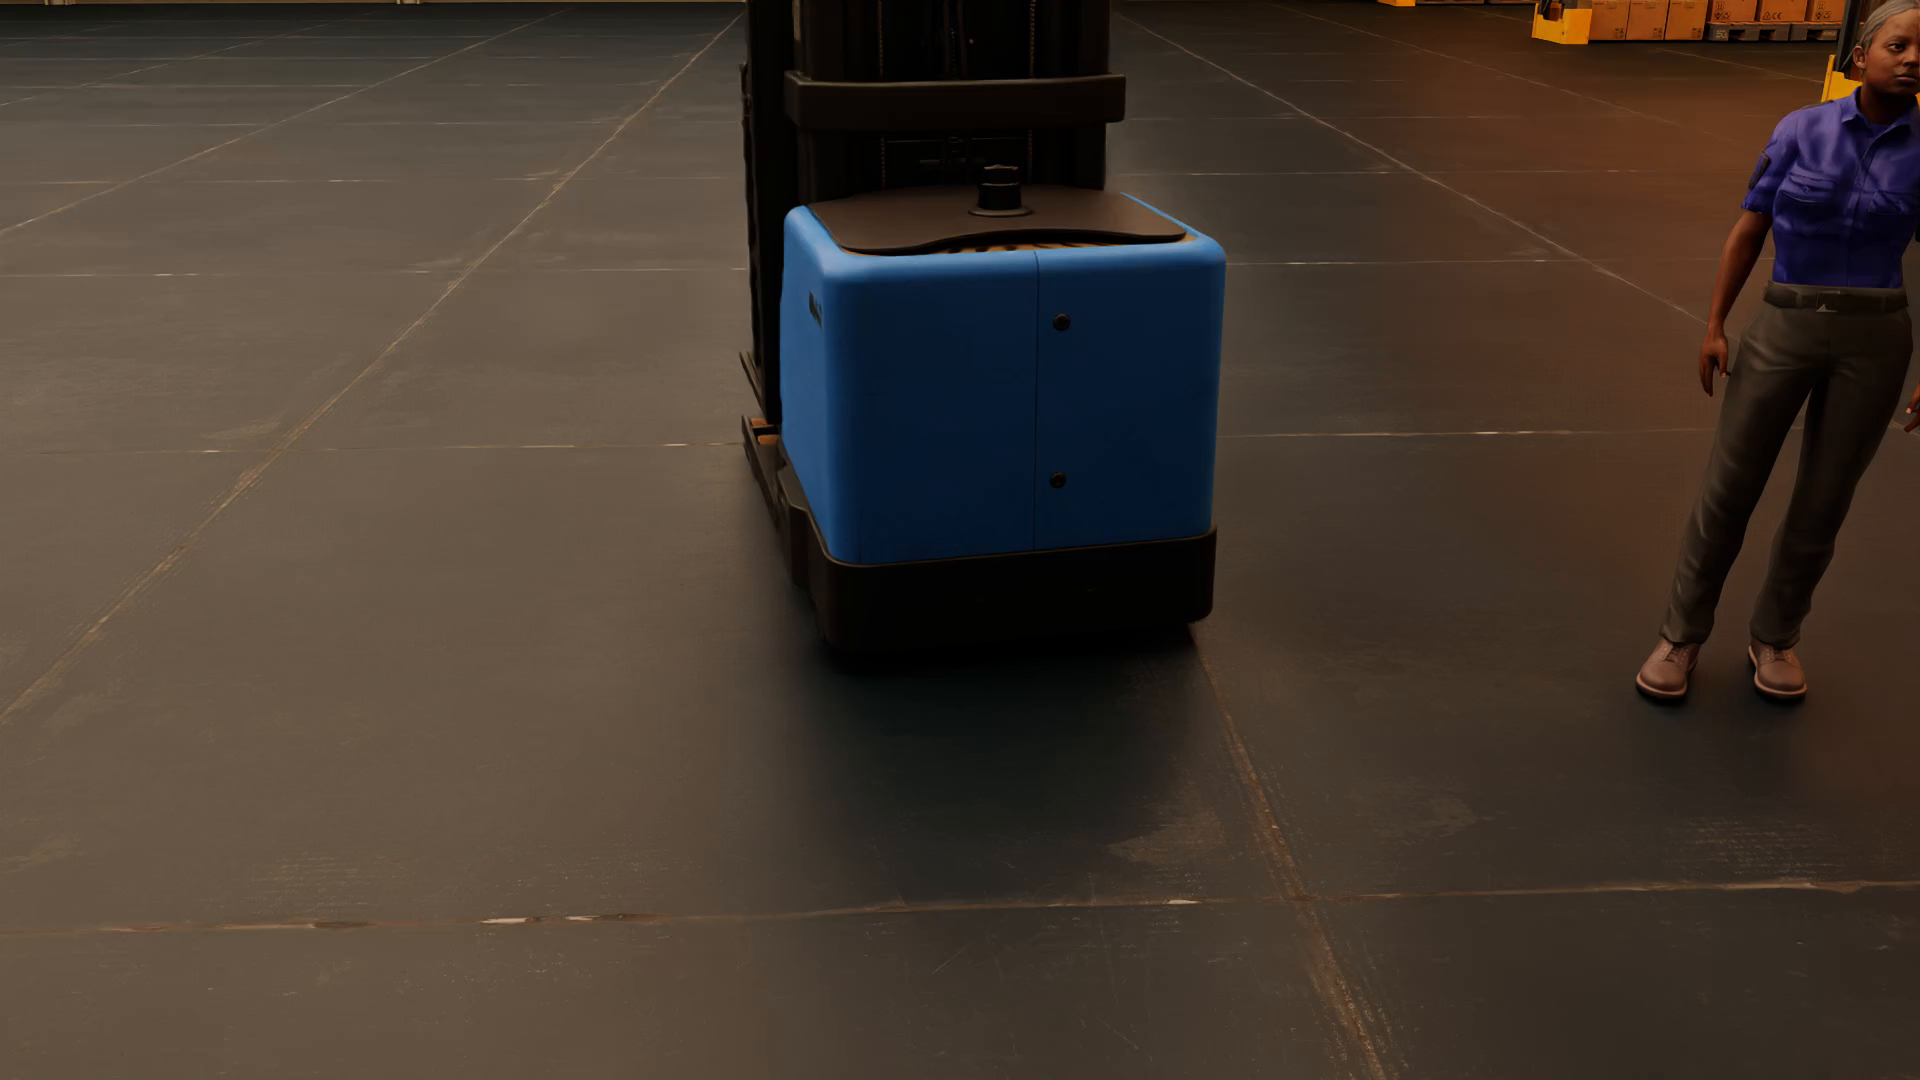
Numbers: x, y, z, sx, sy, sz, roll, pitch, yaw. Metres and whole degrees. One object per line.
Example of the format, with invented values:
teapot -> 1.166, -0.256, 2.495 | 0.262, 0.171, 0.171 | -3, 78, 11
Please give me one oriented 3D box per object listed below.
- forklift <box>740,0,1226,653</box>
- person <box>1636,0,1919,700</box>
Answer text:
forklift -> -0.148, -1.582, 5.191 | 1.130, 2.935, 3.031 | -5, 22, -12
person -> 2.040, -0.413, 3.958 | 0.567, 1.642, 0.505 | 9, 23, 22
